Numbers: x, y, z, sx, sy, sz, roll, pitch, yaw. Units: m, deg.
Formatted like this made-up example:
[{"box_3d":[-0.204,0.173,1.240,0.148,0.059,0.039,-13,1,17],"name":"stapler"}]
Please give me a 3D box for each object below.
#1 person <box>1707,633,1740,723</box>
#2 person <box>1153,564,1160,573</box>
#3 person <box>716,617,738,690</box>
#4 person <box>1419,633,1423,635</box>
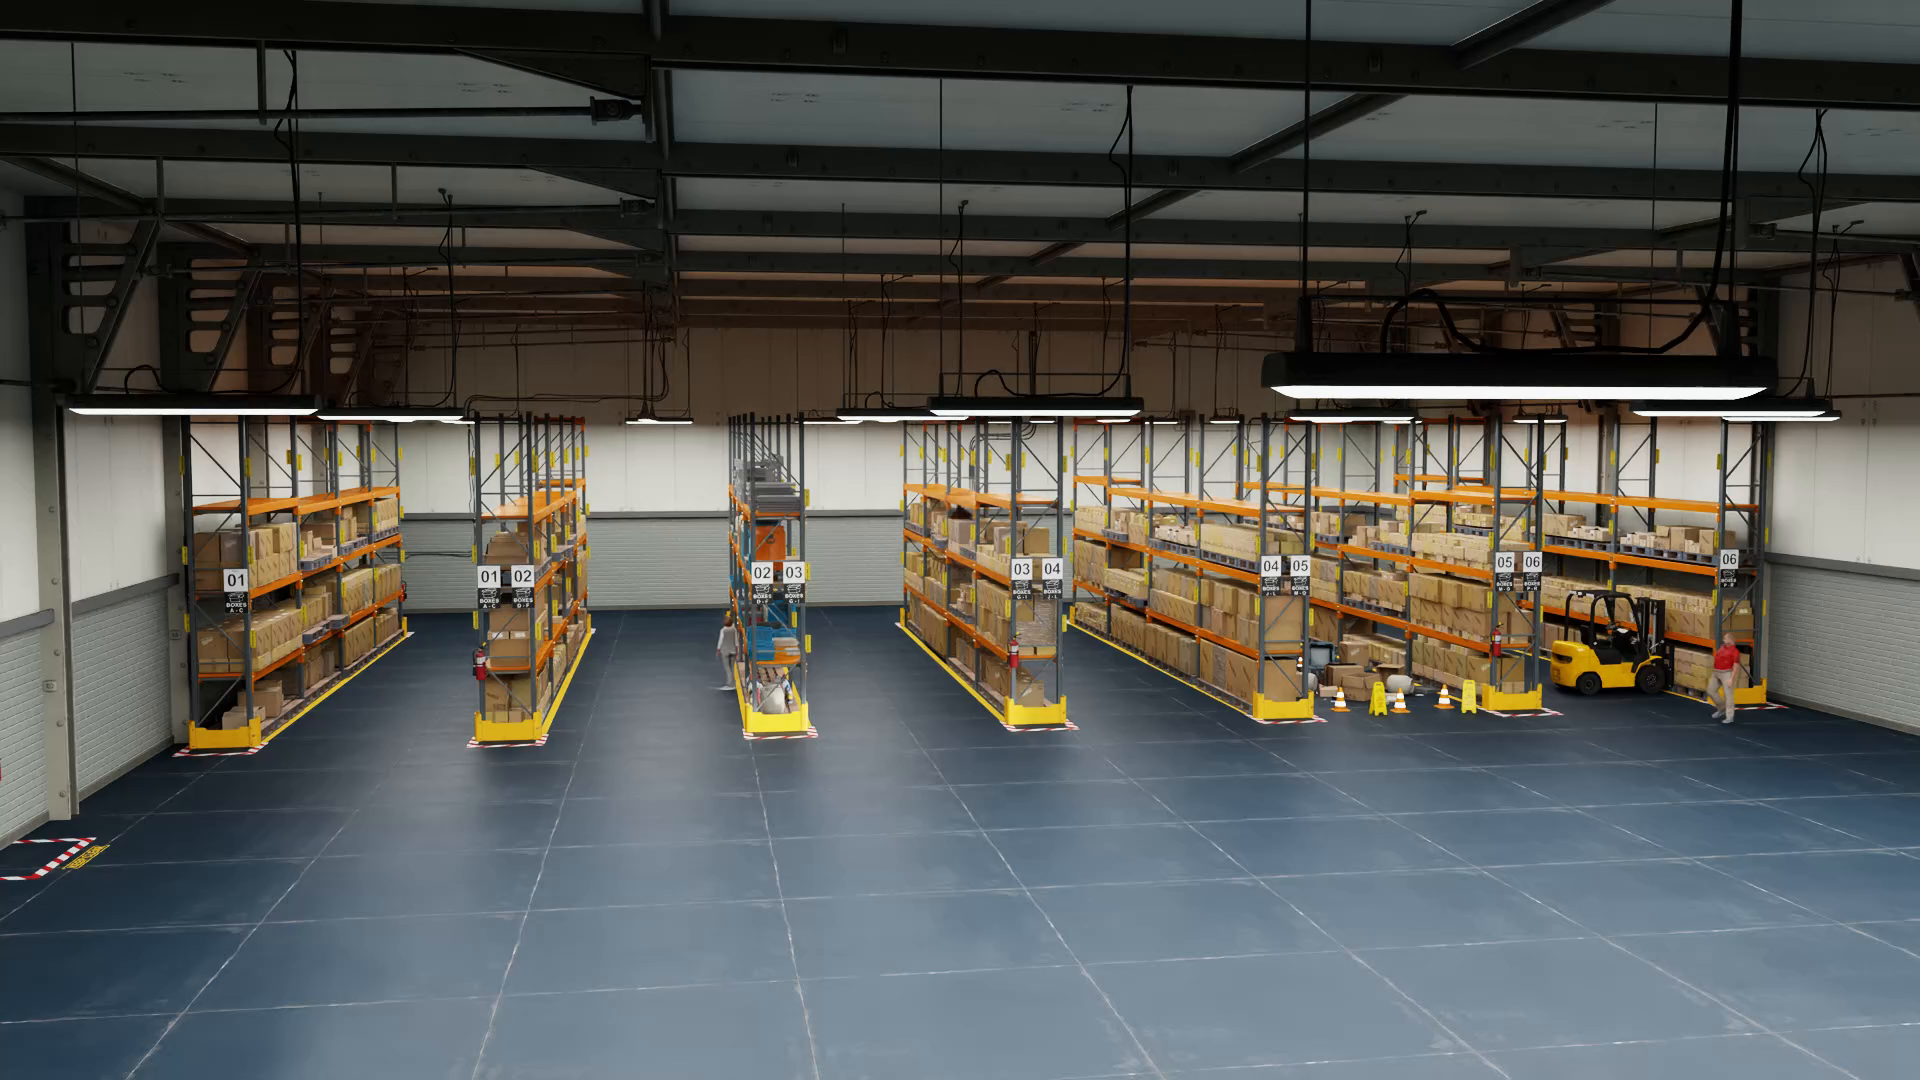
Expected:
[{"box_3d":[14.866,2.662,32.332,0.505,1.732,0.634,-2,4,-24],"name":"person"},{"box_3d":[5.660,1.565,48.080,0.404,1.772,0.559,-1,4,-12],"name":"person"},{"box_3d":[-5.040,2.472,36.131,0.477,1.620,0.354,-3,5,-35],"name":"person"},{"box_3d":[11.820,1.974,42.402,0.499,1.807,0.587,2,4,24],"name":"person"}]
